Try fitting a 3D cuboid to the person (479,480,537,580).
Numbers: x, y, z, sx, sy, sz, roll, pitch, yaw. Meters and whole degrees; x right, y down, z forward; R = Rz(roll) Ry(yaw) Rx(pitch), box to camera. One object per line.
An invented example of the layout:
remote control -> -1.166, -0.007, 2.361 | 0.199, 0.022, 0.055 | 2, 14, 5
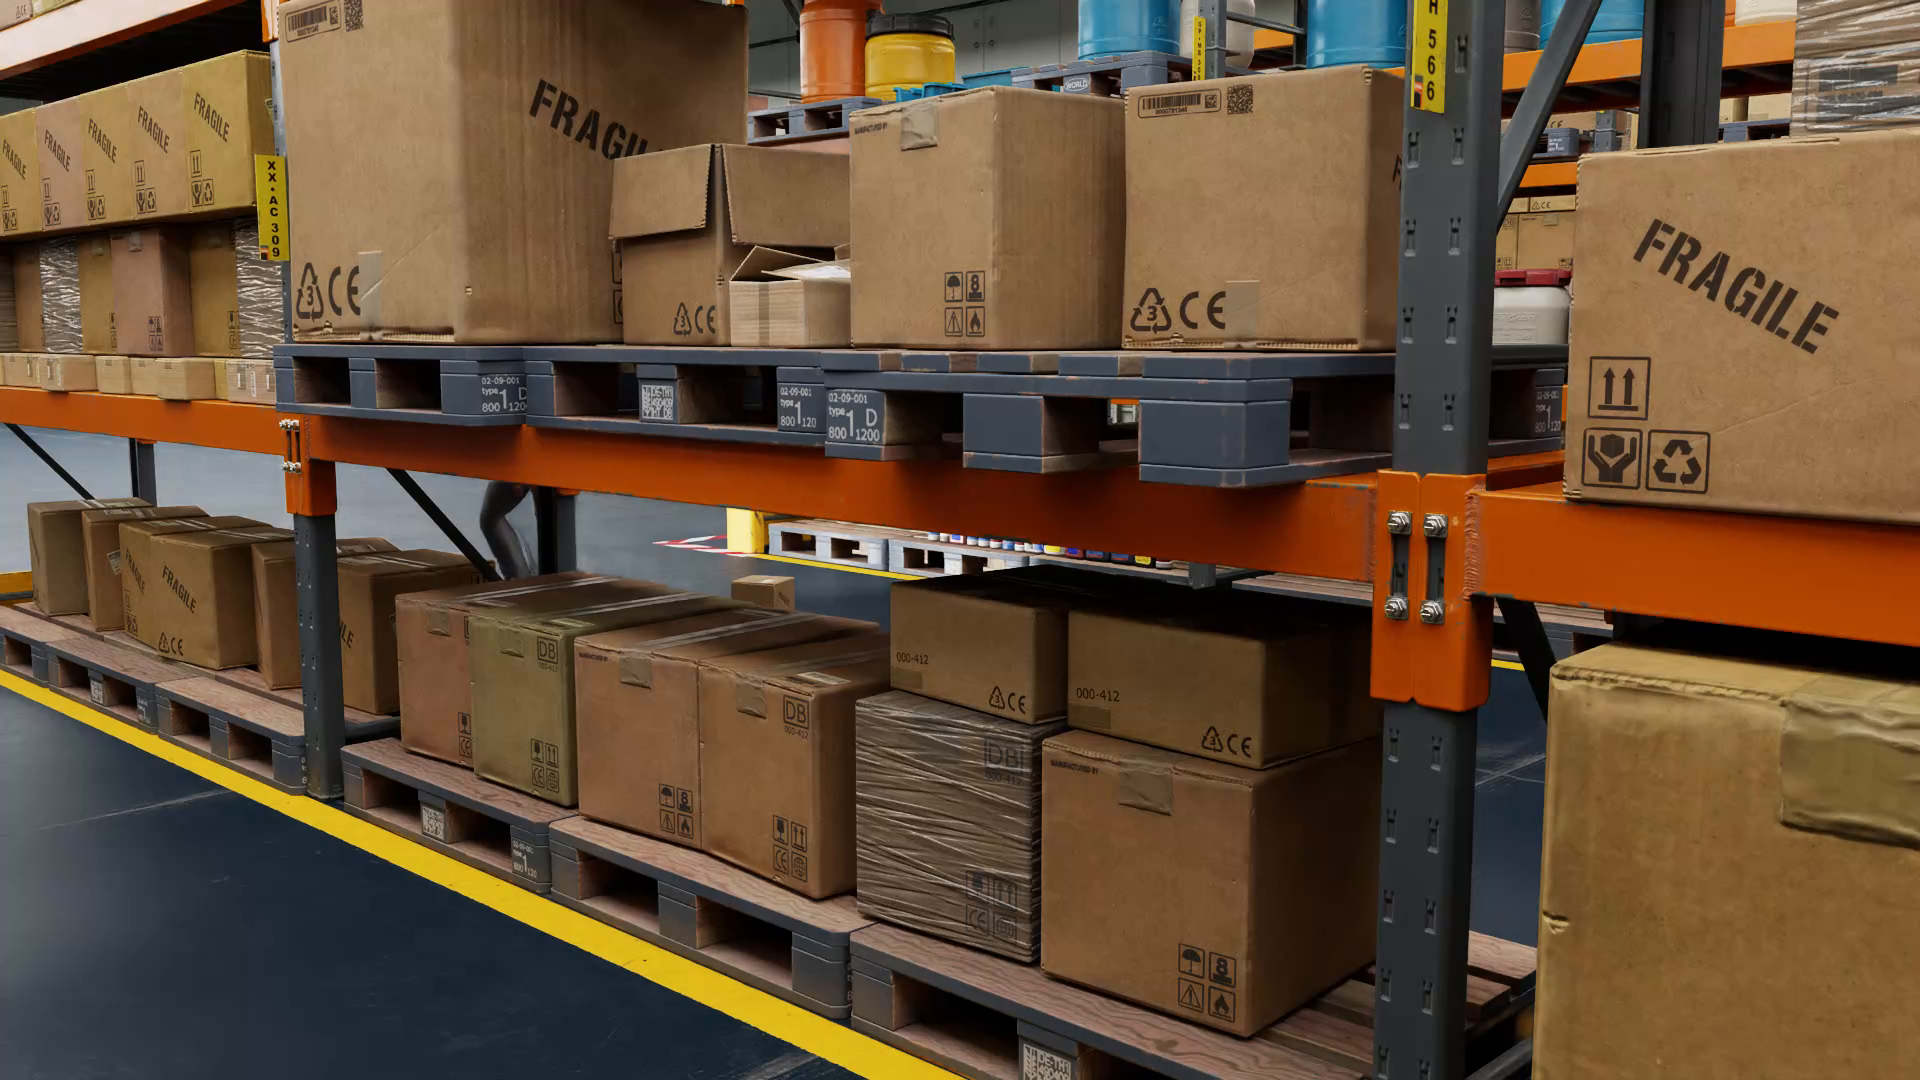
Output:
person -> -2.333, -0.400, 9.034 | 0.487, 1.705, 0.482 | 4, 8, 30
